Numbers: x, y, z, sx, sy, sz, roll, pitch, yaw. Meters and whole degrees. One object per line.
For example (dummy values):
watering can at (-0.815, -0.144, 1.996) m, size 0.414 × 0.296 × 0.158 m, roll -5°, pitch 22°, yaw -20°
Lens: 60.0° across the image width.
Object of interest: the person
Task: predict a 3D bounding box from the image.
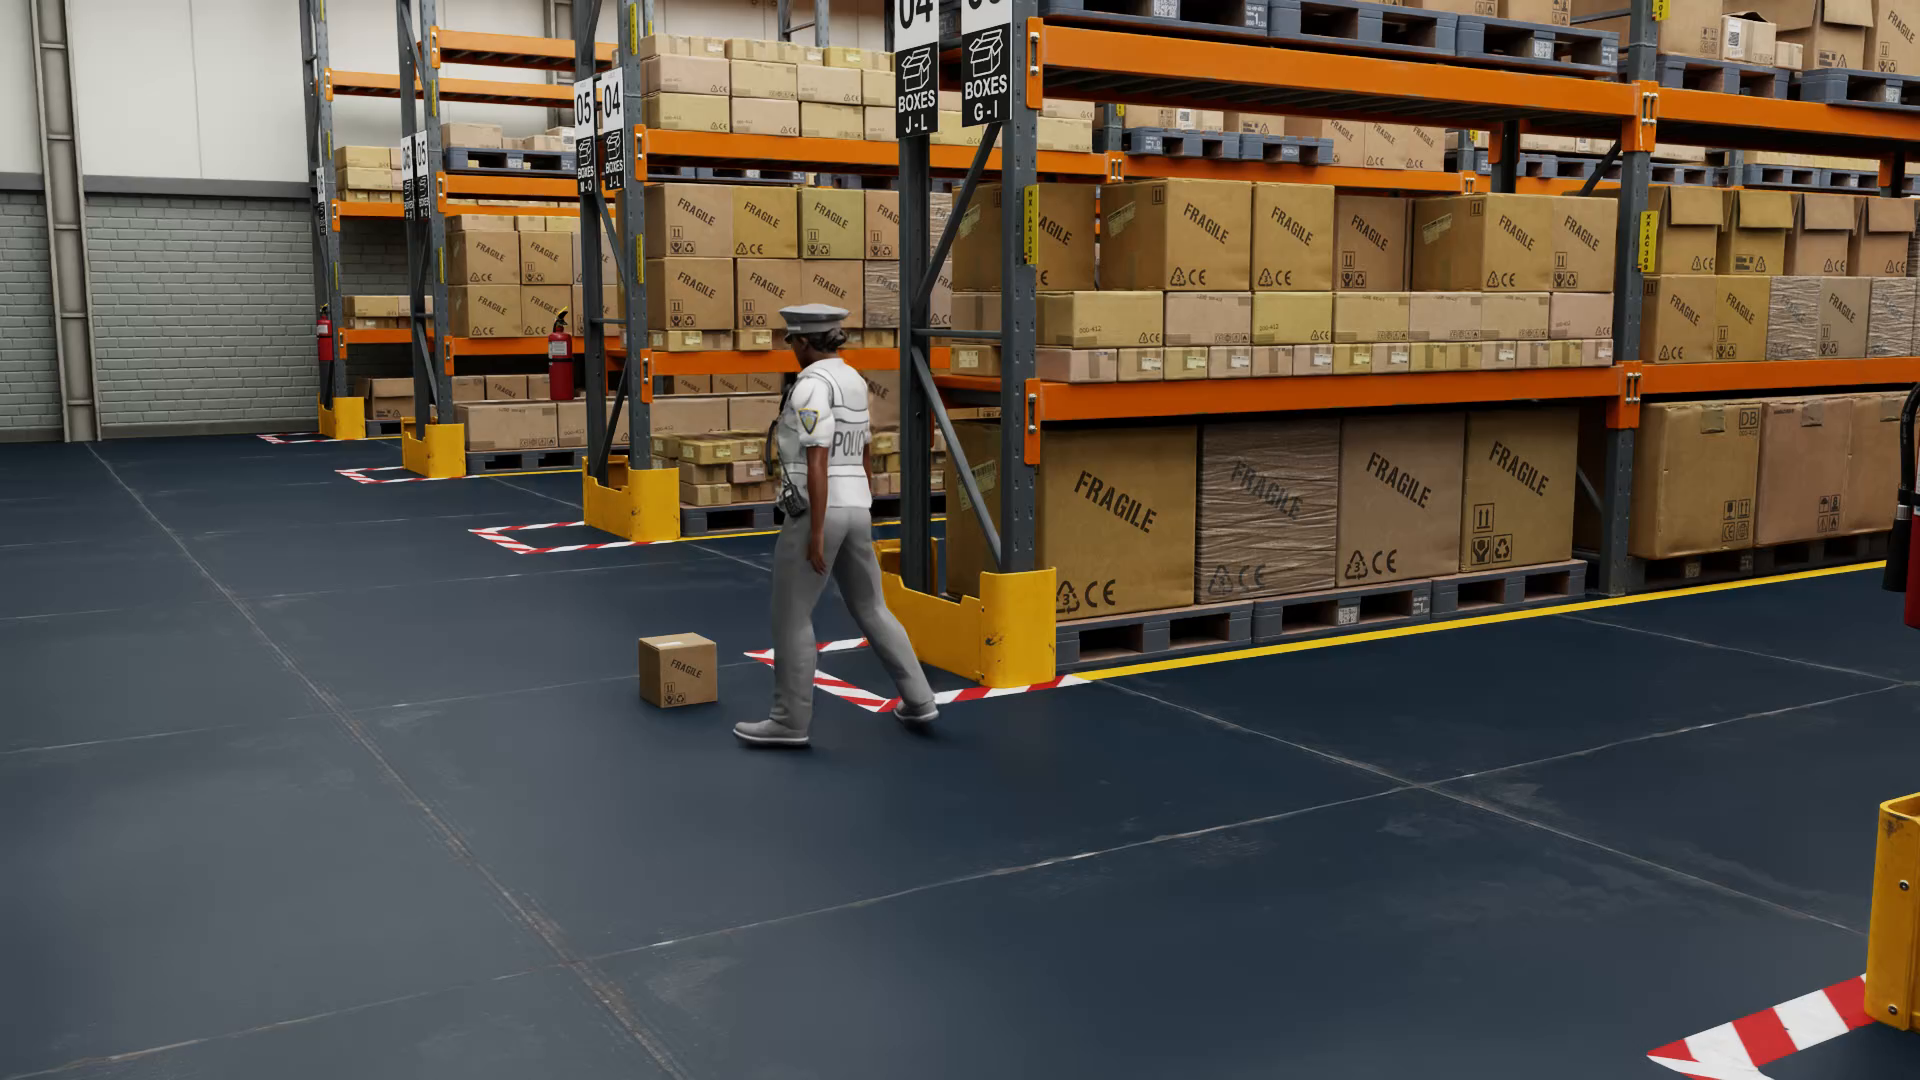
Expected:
person at (-0.444, -0.068, 6.280) m, size 0.663 × 1.639 × 0.621 m, roll 4°, pitch 9°, yaw 26°
